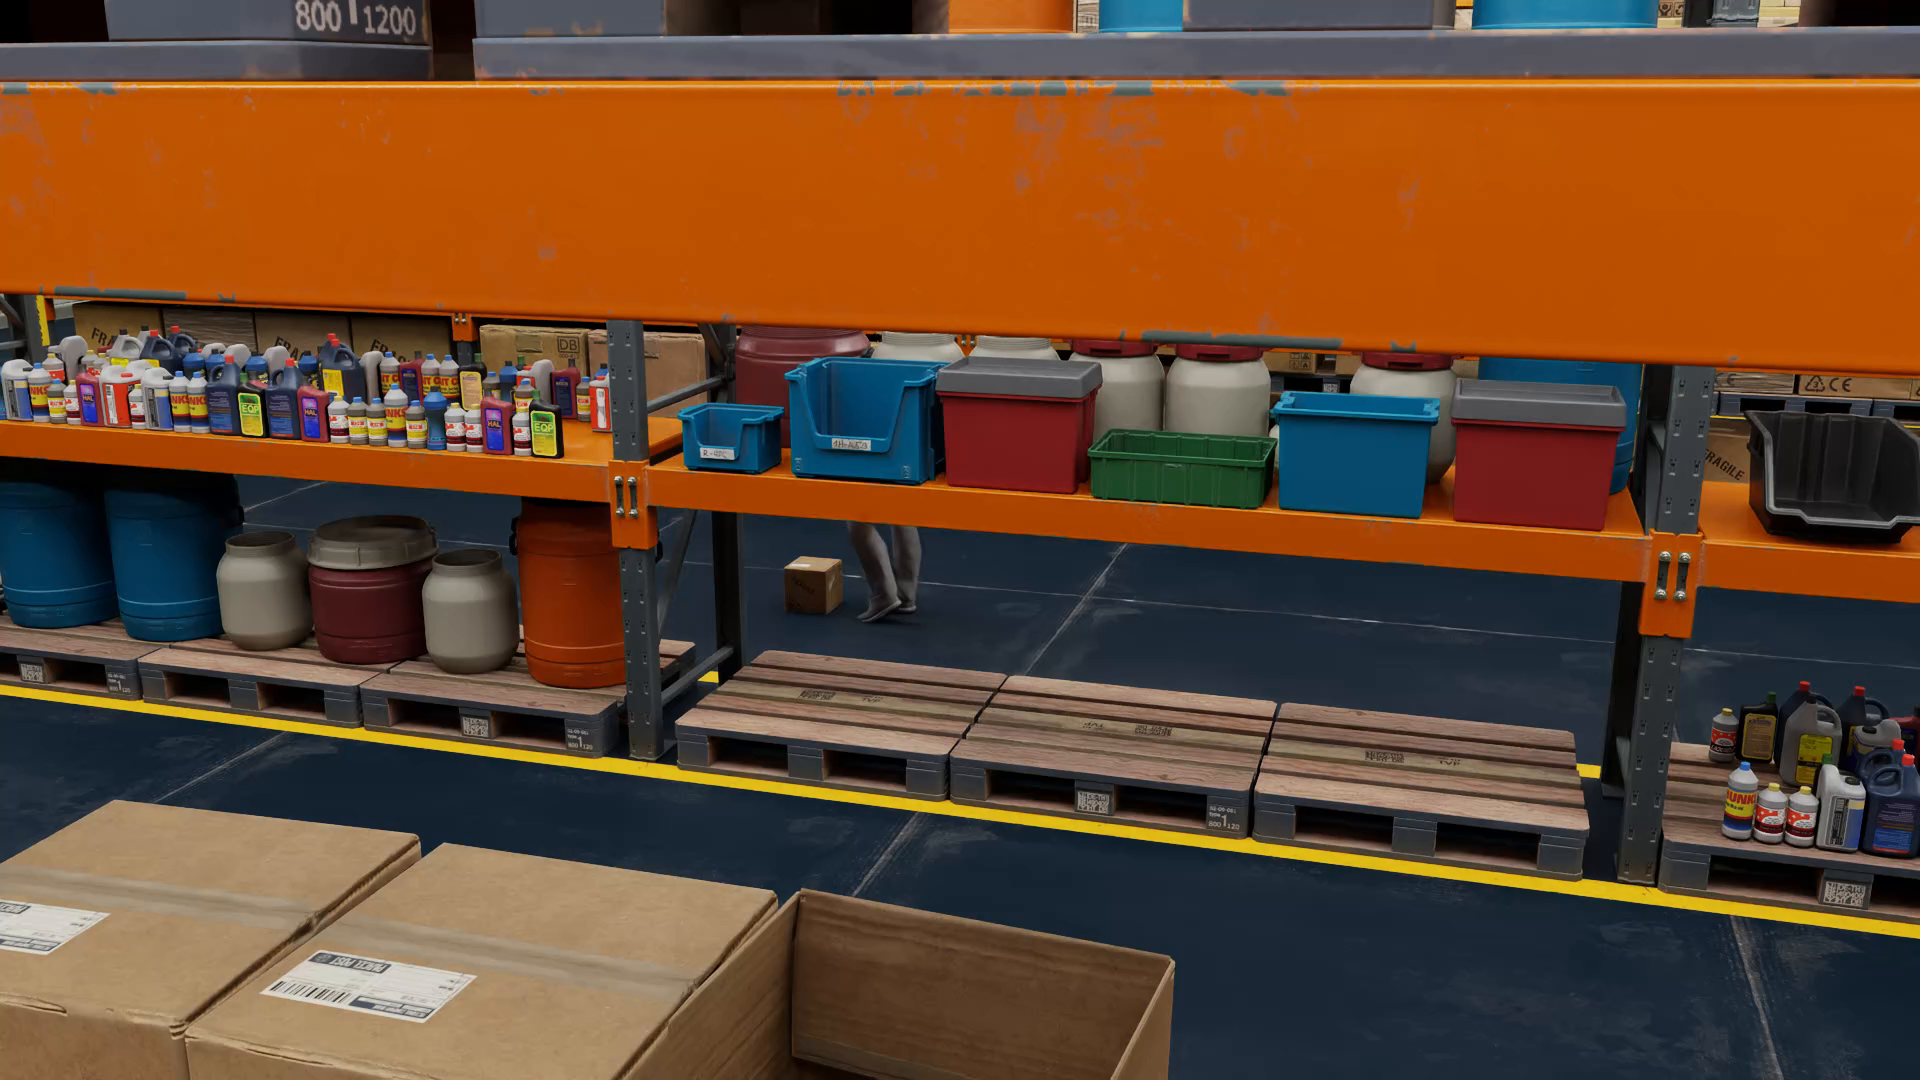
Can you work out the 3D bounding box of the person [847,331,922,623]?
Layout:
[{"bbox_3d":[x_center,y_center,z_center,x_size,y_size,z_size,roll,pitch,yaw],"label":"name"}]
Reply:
[{"bbox_3d":[-0.357,-0.390,8.979,0.398,1.722,0.480,7,17,26],"label":"person"}]
